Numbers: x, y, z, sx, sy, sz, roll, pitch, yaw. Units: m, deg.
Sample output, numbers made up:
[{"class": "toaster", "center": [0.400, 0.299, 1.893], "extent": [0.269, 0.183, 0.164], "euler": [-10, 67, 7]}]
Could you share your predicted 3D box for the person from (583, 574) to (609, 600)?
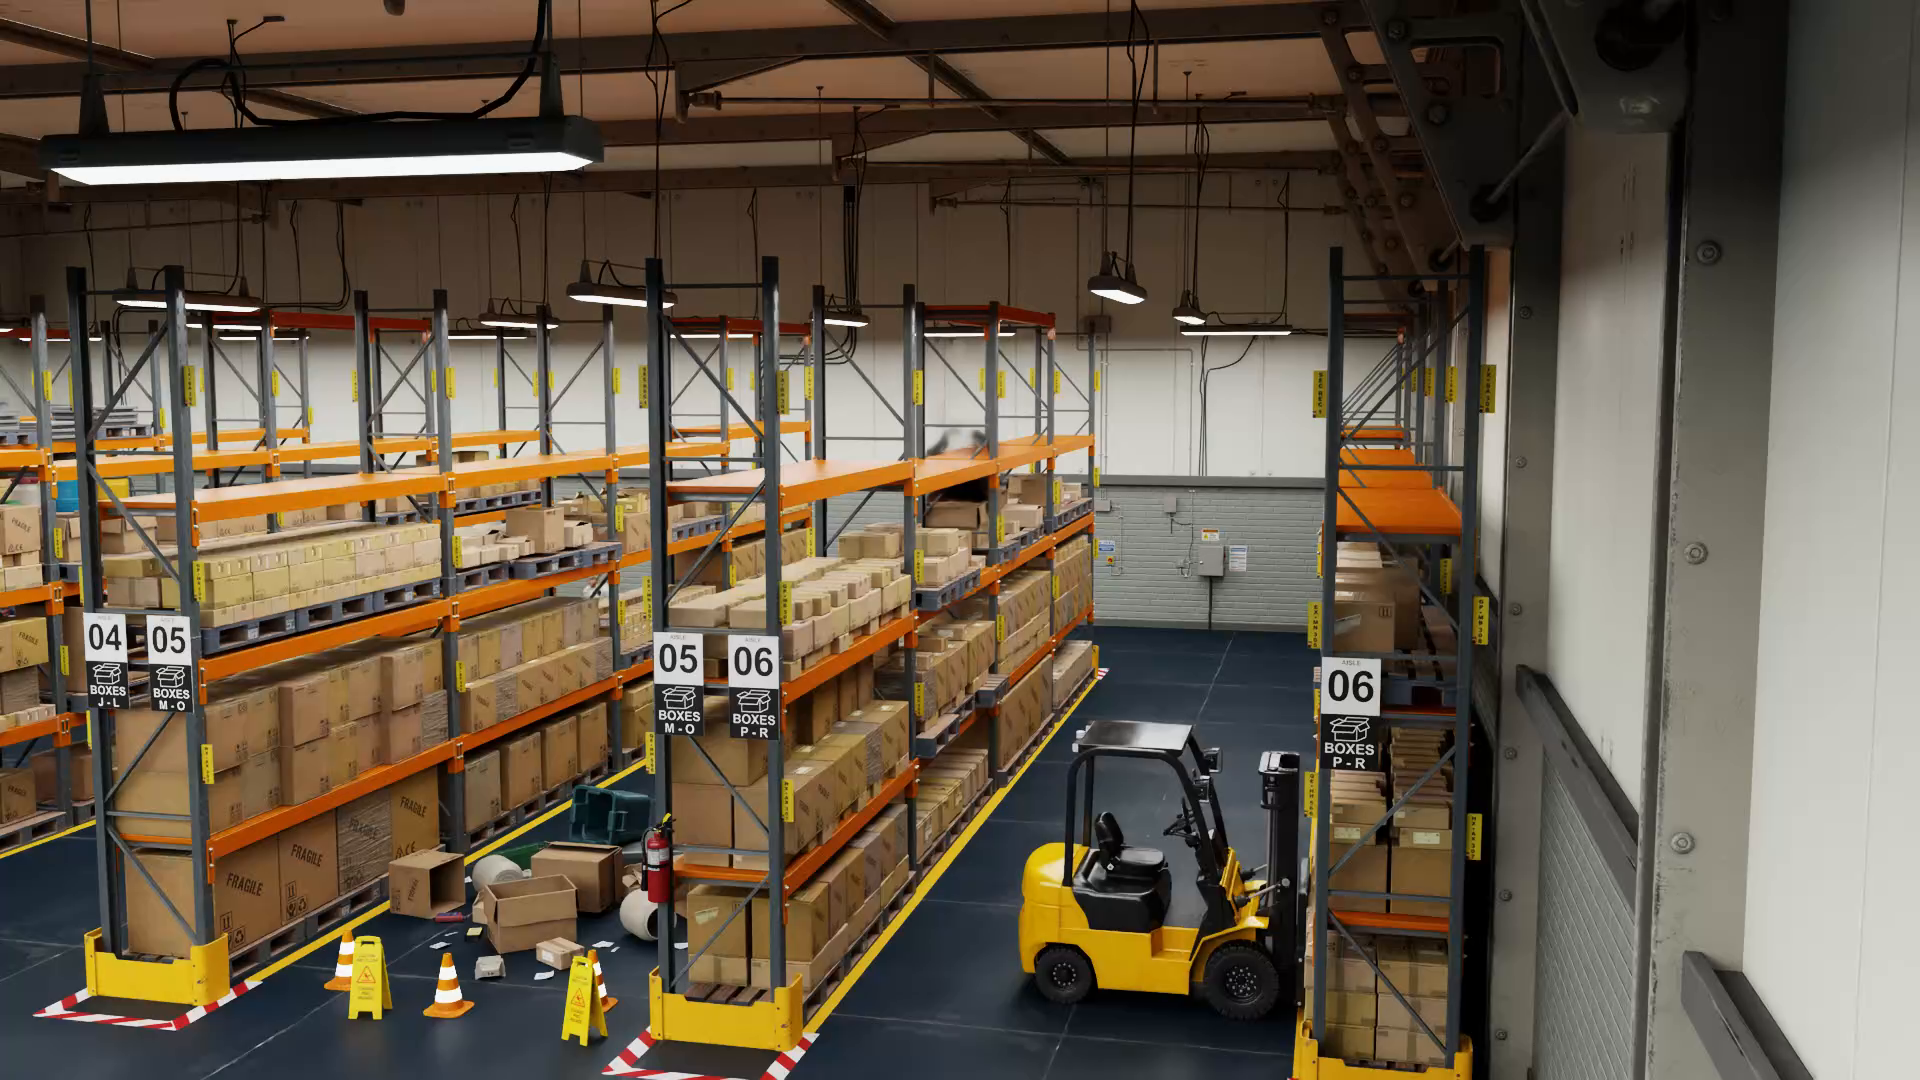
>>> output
[{"class": "person", "center": [-6.391, 1.362, 29.380], "extent": [0.642, 1.679, 0.820], "euler": [2, 6, 19]}]
